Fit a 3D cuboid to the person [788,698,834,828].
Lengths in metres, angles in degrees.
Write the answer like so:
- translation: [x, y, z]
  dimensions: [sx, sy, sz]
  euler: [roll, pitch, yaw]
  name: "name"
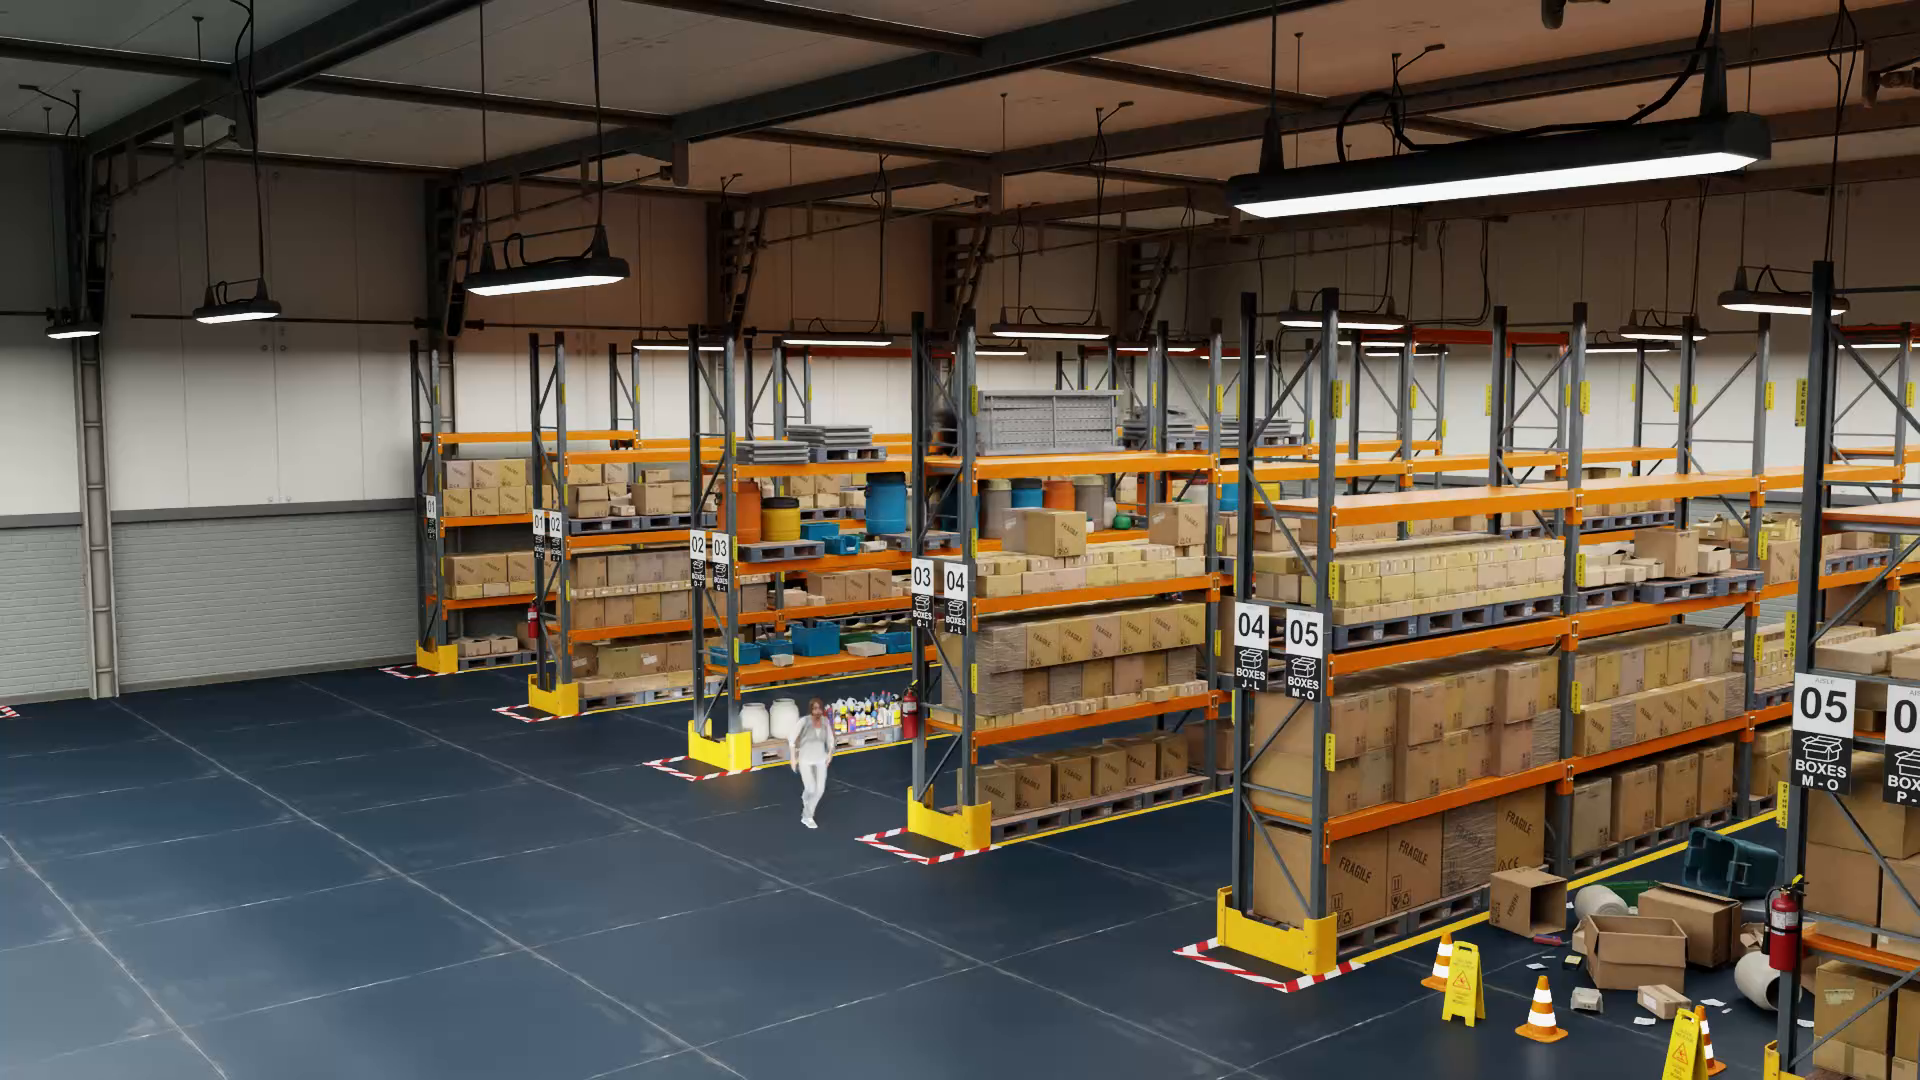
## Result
- translation: [-1.743, 2.601, 19.512]
  dimensions: [0.554, 1.550, 0.531]
  euler: [-2, 6, -21]
  name: "person"
